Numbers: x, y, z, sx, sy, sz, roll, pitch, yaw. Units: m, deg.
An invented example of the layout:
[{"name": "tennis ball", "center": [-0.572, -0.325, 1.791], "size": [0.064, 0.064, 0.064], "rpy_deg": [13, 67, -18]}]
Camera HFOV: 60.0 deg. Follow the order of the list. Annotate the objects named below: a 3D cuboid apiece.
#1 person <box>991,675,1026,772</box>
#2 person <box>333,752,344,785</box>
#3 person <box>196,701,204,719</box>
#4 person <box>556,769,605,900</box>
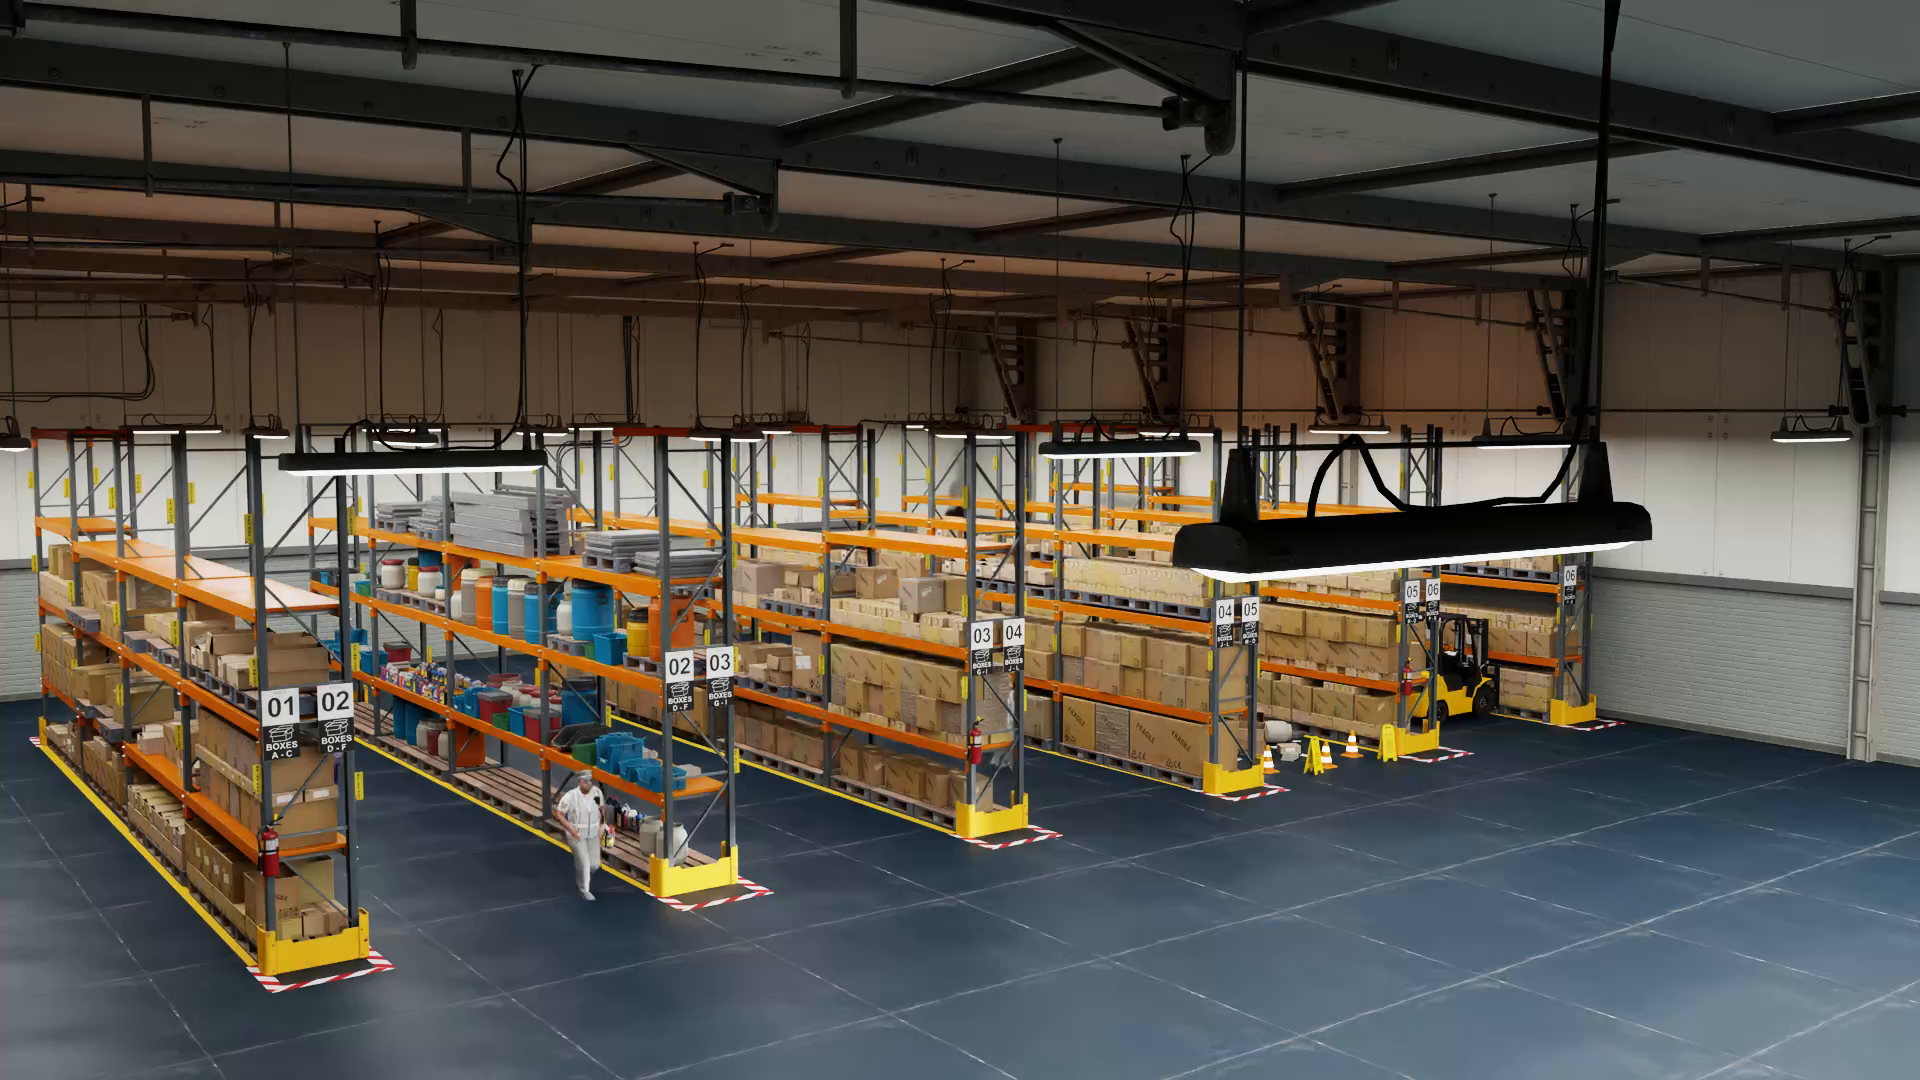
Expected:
[{"name": "person", "center": [0.823, 3.224, 29.141], "size": [0.714, 1.714, 0.617], "rpy_deg": [3, 5, 30]}, {"name": "person", "center": [-9.713, 3.589, 25.508], "size": [0.860, 1.481, 0.636], "rpy_deg": [2, 5, 29]}, {"name": "person", "center": [-14.533, 3.040, 31.790], "size": [0.583, 1.693, 0.597], "rpy_deg": [4, 6, 45]}, {"name": "person", "center": [-4.920, 3.798, 21.586], "size": [0.682, 1.741, 0.623], "rpy_deg": [-3, 6, -37]}]
